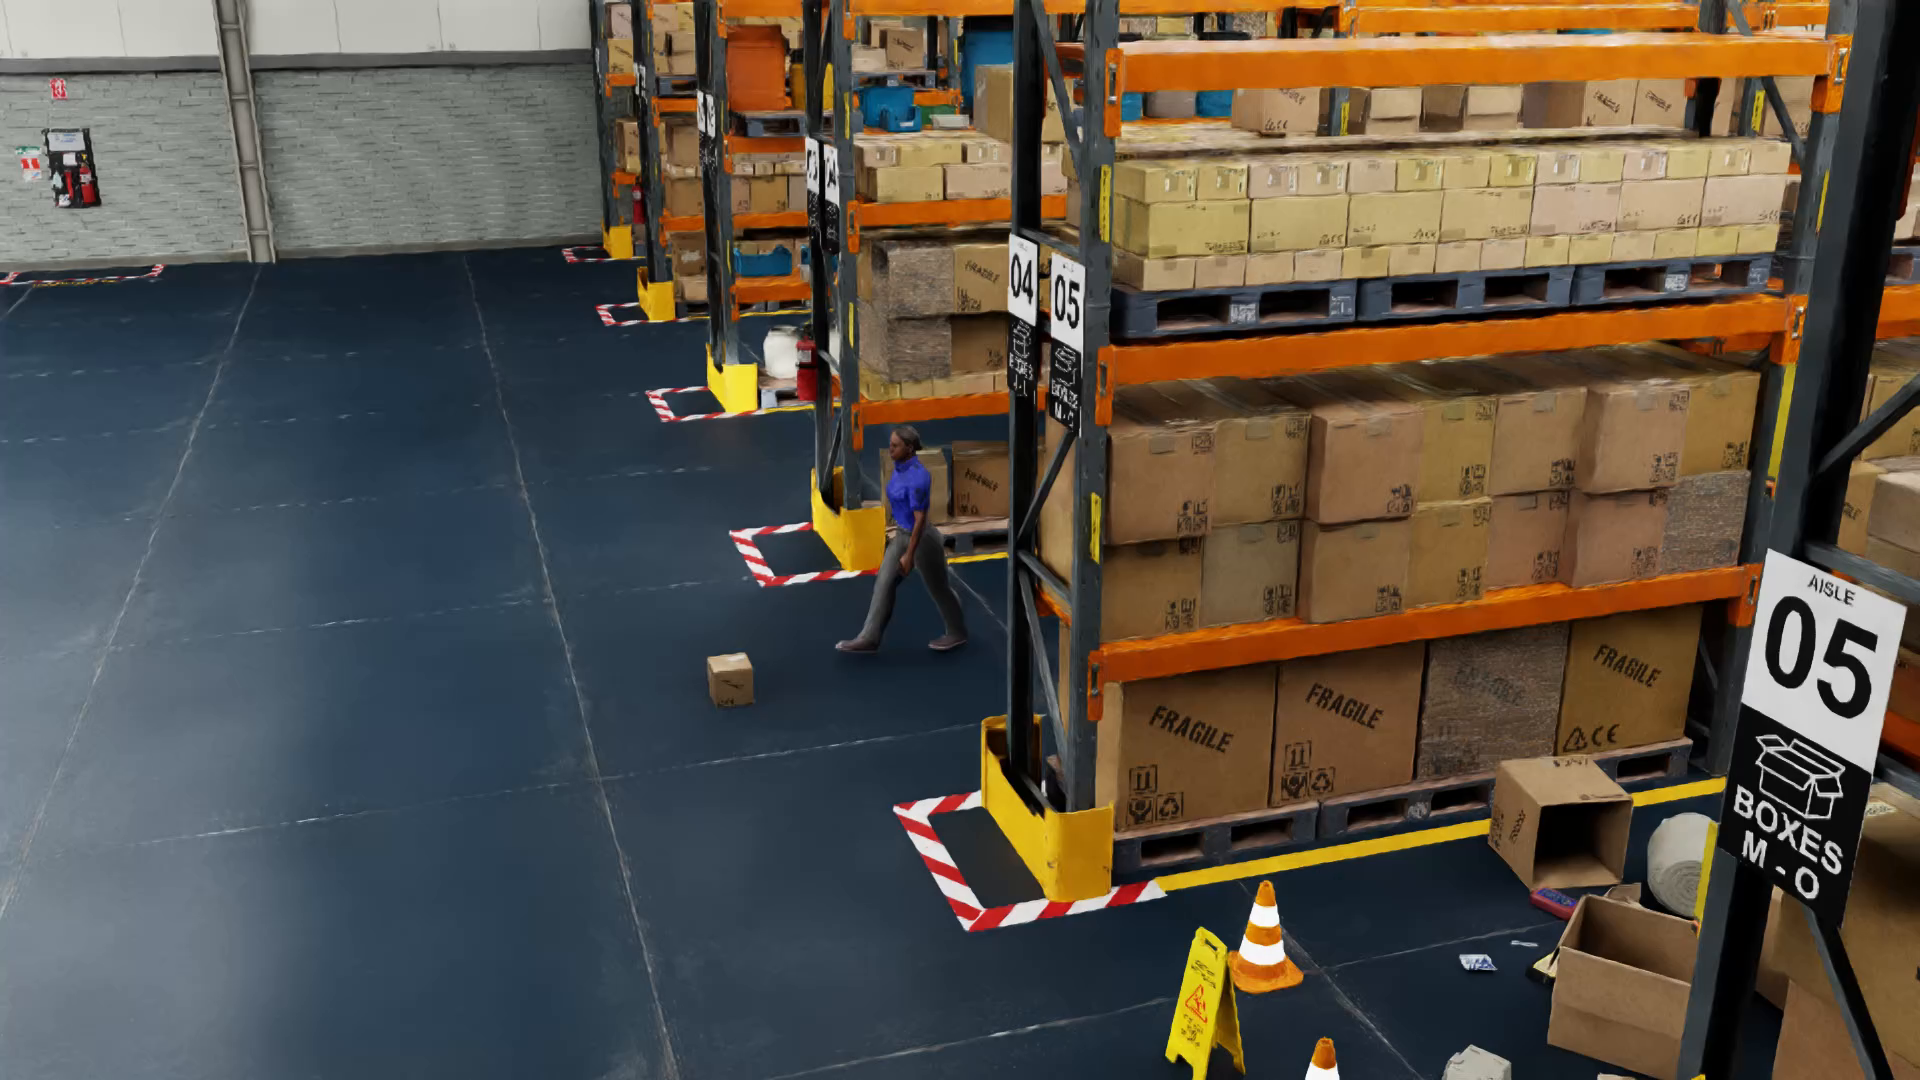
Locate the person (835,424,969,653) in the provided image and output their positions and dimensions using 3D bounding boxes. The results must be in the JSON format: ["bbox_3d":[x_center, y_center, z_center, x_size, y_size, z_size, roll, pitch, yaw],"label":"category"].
[{"bbox_3d":[-0.363,0.014,11.032,0.928,1.597,0.468,-10,22,-25],"label":"person"}]
